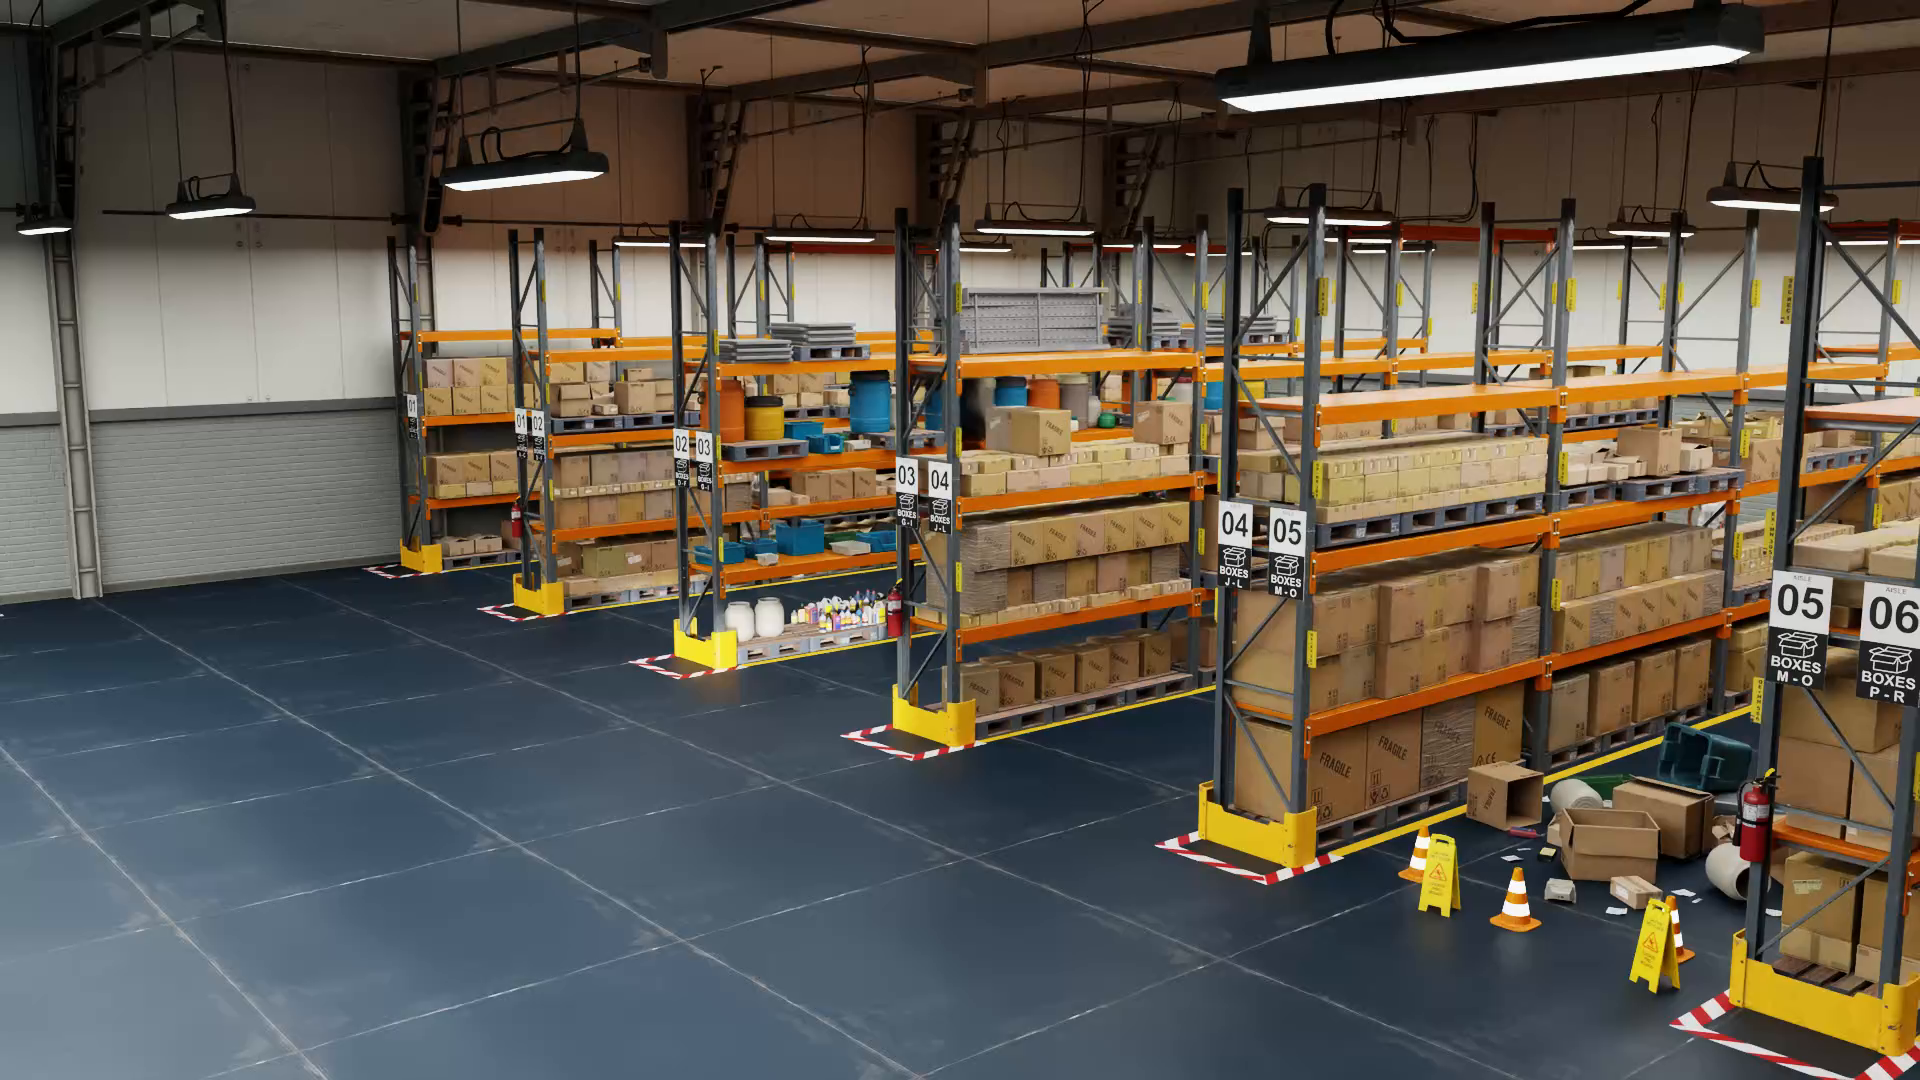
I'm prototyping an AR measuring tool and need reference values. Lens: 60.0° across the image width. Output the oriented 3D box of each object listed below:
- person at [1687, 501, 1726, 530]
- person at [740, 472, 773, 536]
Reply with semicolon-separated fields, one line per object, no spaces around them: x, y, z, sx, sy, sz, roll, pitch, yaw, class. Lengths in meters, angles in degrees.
13.298;-0.205;29.490;0.710;1.700;0.598;3;9;17;person
-4.013;-0.637;32.192;0.845;1.774;0.656;-9;12;-44;person
